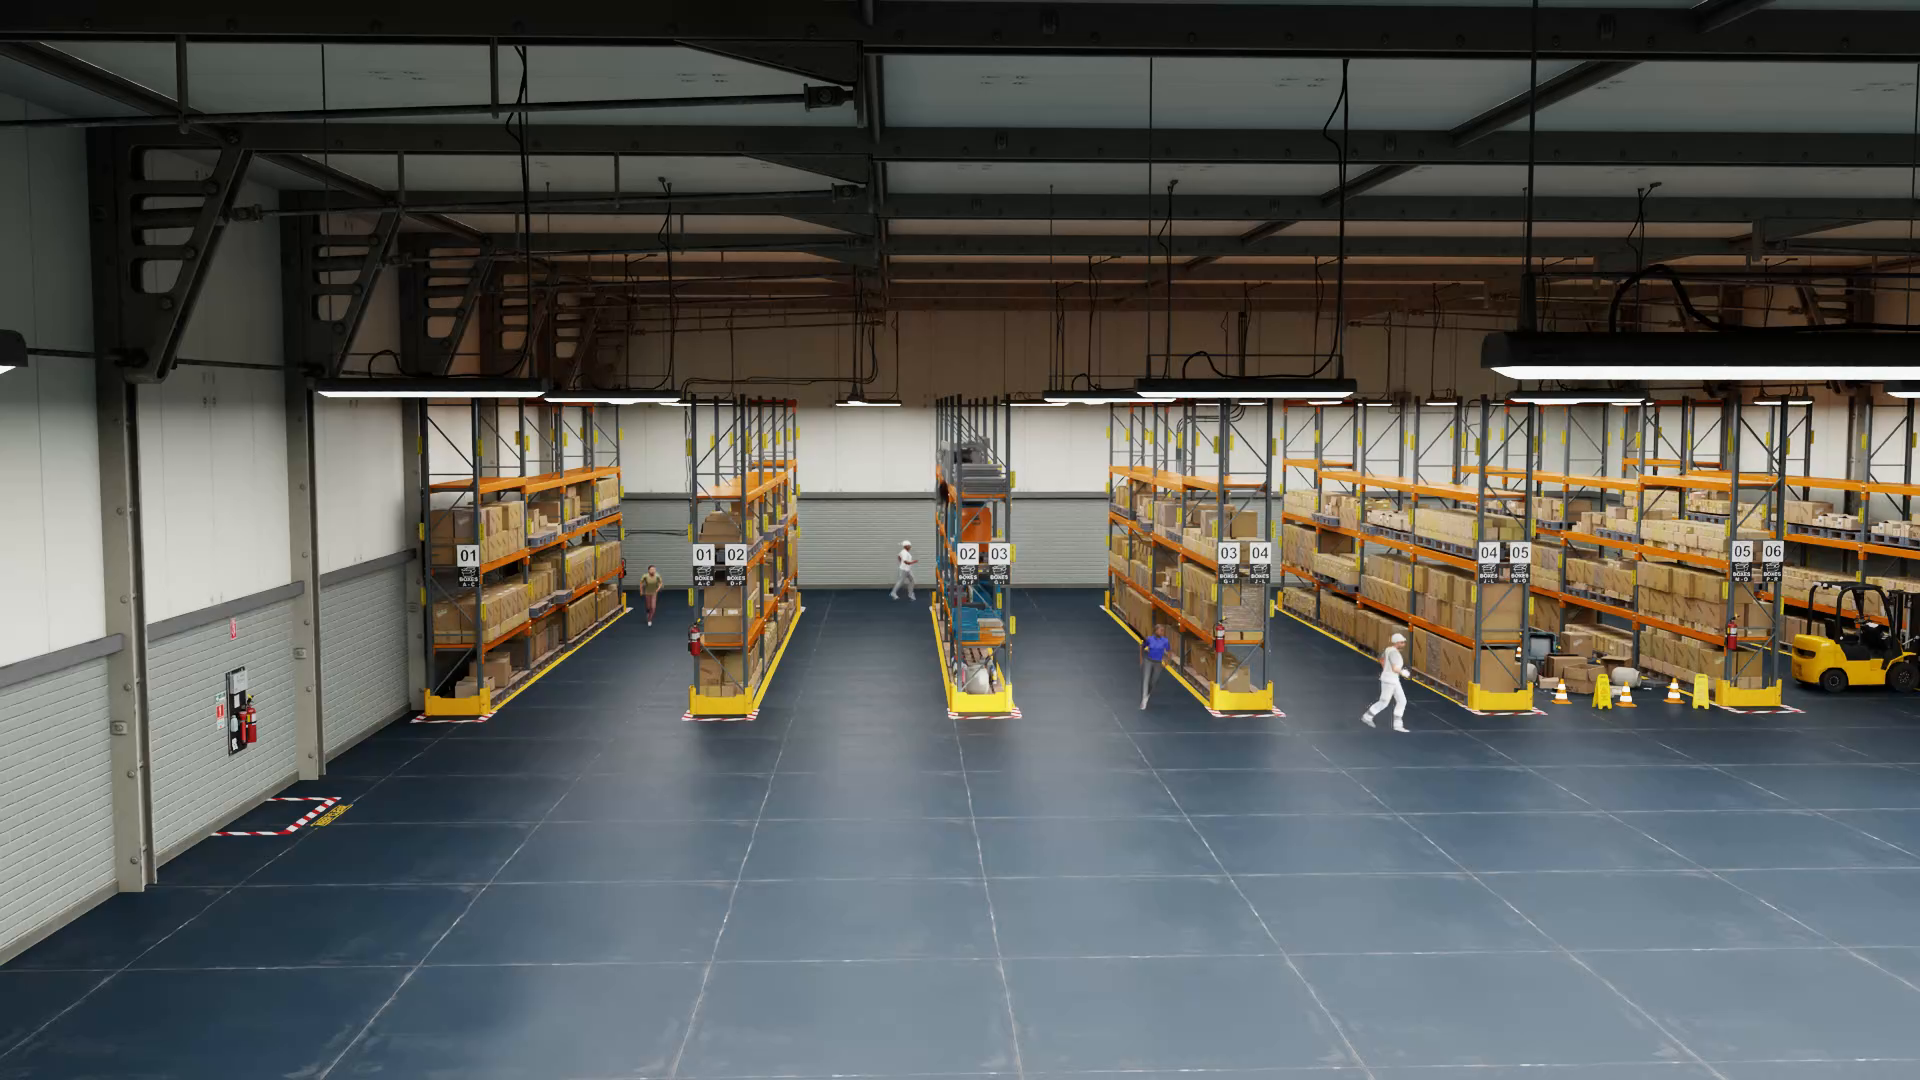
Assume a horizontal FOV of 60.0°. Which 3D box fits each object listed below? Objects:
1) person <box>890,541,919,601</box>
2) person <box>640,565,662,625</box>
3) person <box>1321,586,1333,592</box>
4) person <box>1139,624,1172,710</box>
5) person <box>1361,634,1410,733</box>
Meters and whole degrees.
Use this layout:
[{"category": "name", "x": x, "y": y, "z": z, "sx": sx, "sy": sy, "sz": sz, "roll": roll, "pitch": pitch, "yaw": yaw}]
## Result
[{"category": "person", "x": -1.642, "y": 0.929, "z": 49.651, "sx": 0.851, "sy": 1.823, "sz": 0.691, "roll": 0, "pitch": 5, "yaw": 6}, {"category": "person", "x": -8.209, "y": 1.453, "z": 44.195, "sx": 0.581, "sy": 1.604, "sz": 0.626, "roll": -1, "pitch": 5, "yaw": -18}, {"category": "person", "x": 10.655, "y": 1.042, "z": 48.557, "sx": 0.725, "sy": 1.733, "sz": 0.724, "roll": 3, "pitch": 5, "yaw": 32}, {"category": "person", "x": 3.748, "y": 2.413, "z": 32.009, "sx": 0.652, "sy": 1.622, "sz": 0.816, "roll": 0, "pitch": 4, "yaw": 1}, {"category": "person", "x": 7.525, "y": 2.524, "z": 29.409, "sx": 0.852, "sy": 1.764, "sz": 0.624, "roll": 2, "pitch": 5, "yaw": 22}]
